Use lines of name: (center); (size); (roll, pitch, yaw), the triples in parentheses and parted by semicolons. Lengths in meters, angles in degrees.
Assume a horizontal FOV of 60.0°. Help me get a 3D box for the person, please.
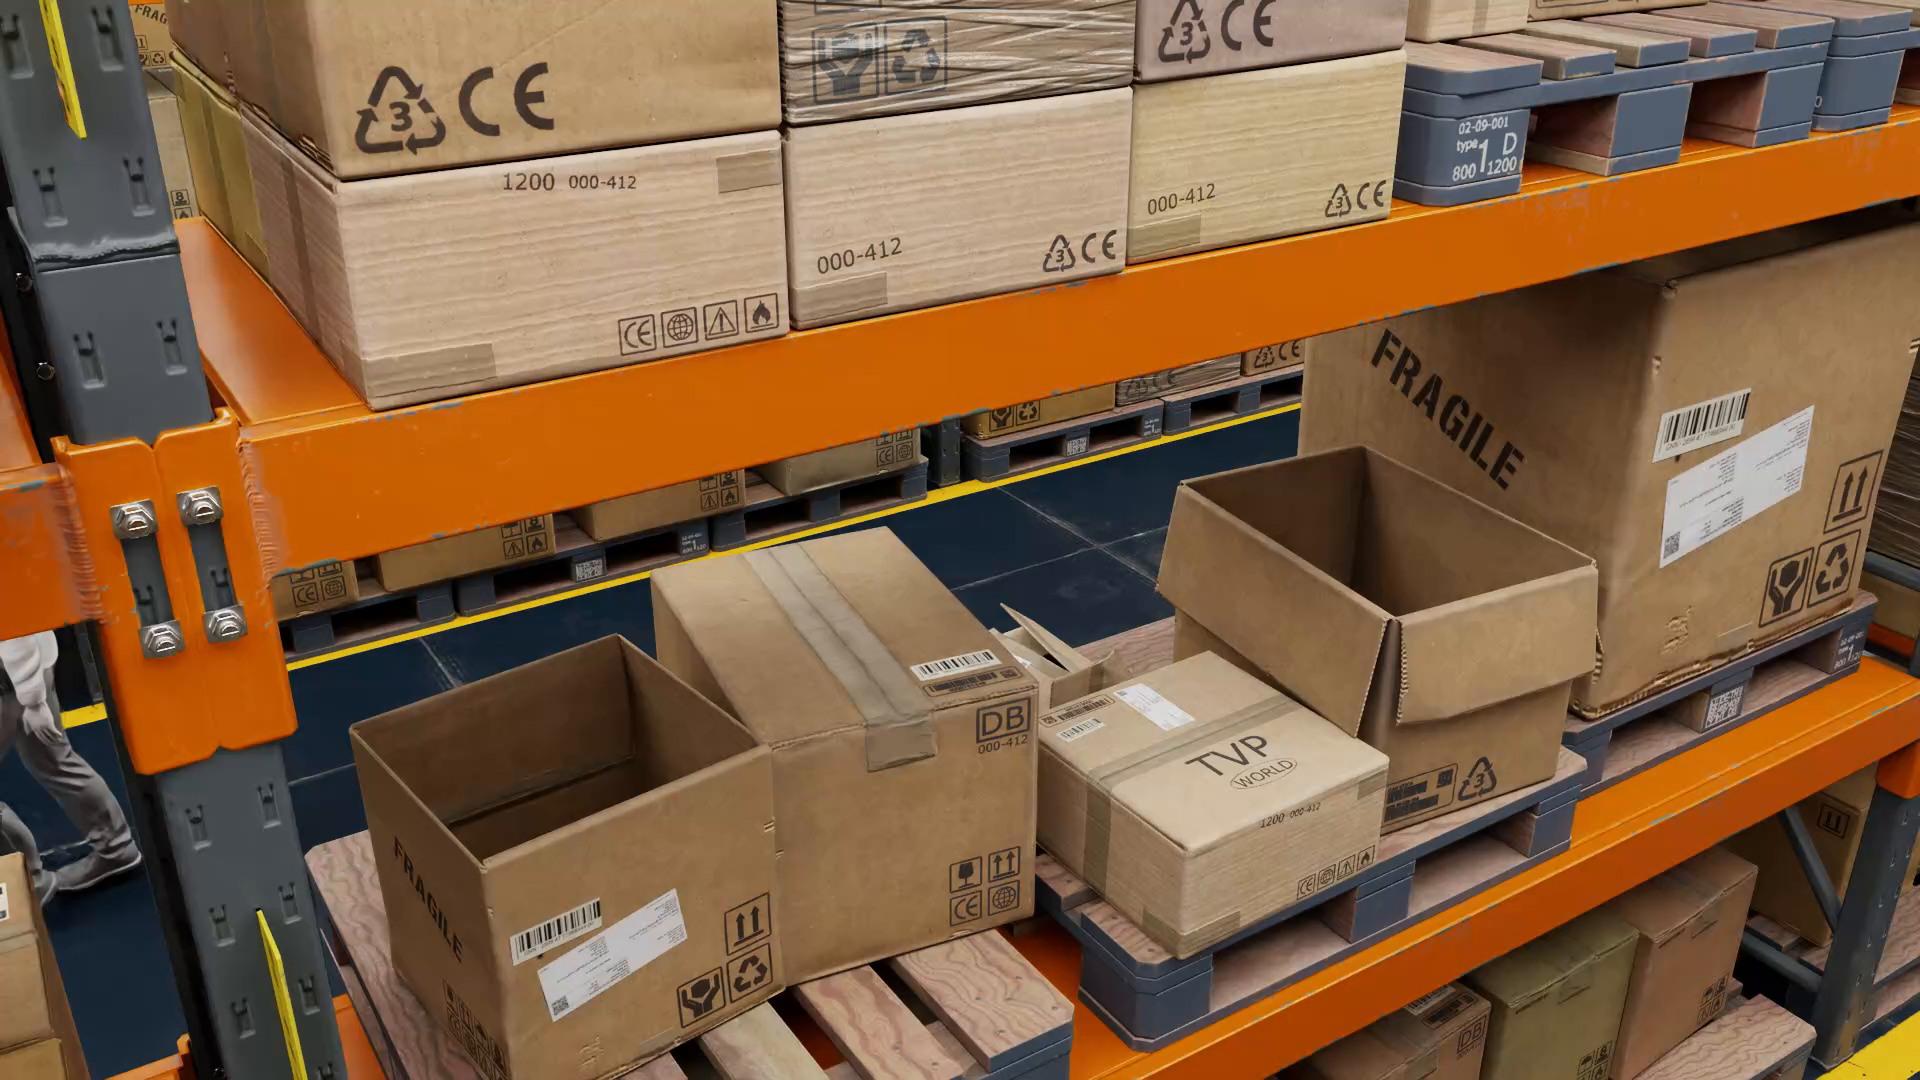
person: (-2.969, 0.440, 5.164); (0.496, 1.747, 0.522); (-13, 28, -25)
